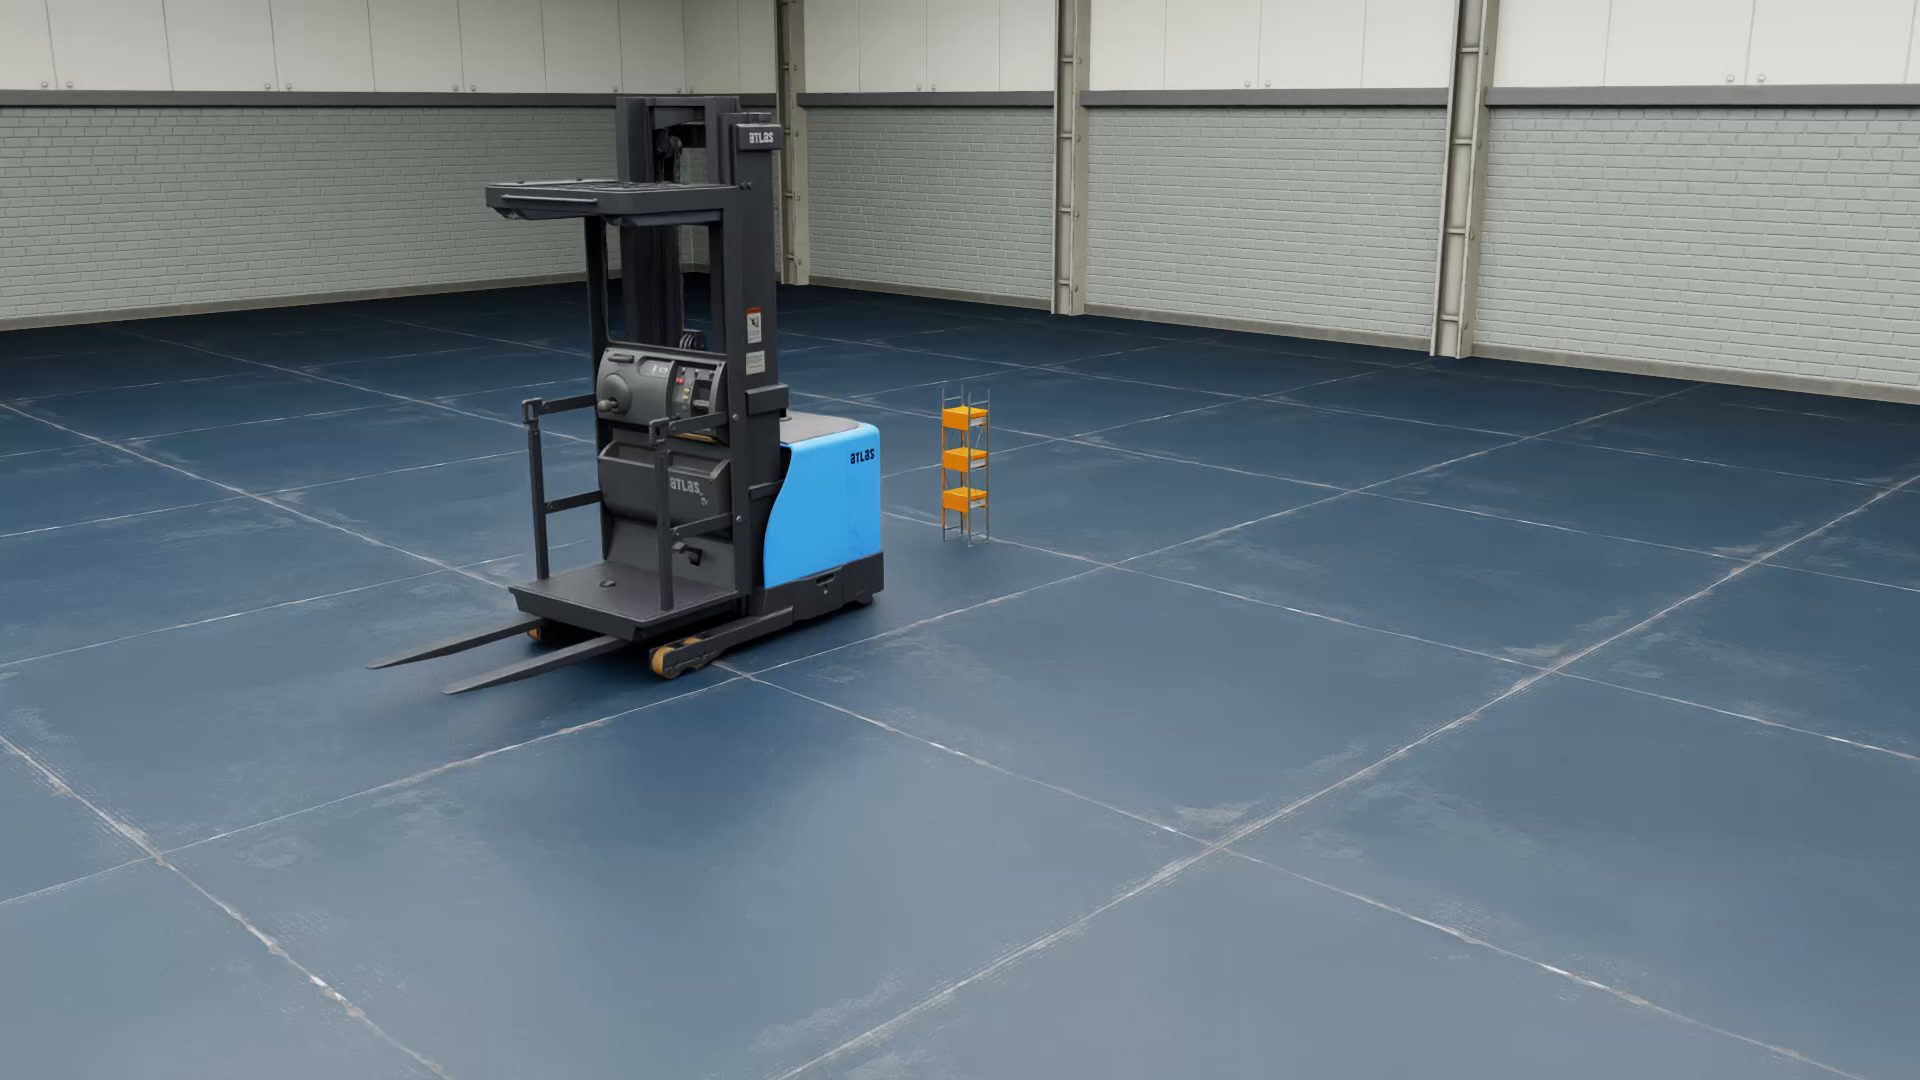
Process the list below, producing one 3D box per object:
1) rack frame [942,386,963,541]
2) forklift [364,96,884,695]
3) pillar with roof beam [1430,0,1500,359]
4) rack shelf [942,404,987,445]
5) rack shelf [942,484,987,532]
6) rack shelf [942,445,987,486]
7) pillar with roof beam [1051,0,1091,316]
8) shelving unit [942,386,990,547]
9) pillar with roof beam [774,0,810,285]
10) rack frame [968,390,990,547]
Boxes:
[{"bbox_3d":[-0.049,-0.520,11.346,0.008,1.050,0.200,14,20,42],"label":"rack frame"},{"bbox_3d":[-1.749,-0.836,8.827,1.130,2.935,3.031,11,18,36],"label":"forklift"},{"bbox_3d":[2.887,-5.780,15.769,0.400,9.000,9.100,14,20,42],"label":"pillar with roof beam"},{"bbox_3d":[0.039,-0.763,11.195,0.240,0.259,0.215,14,20,42],"label":"rack shelf"},{"bbox_3d":[0.039,-0.219,11.337,0.240,0.259,0.215,14,20,42],"label":"rack shelf"},{"bbox_3d":[0.039,-0.488,11.266,0.240,0.259,0.215,14,20,42],"label":"rack shelf"},{"bbox_3d":[-1.432,-6.830,19.799,0.400,9.000,9.100,14,20,42],"label":"pillar with roof beam"},{"bbox_3d":[0.039,-0.499,11.264,0.252,1.050,0.215,14,20,42],"label":"shelving unit"},{"bbox_3d":[-5.752,-7.880,23.829,0.400,9.000,9.100,14,20,42],"label":"pillar with roof beam"},{"bbox_3d":[0.126,-0.477,11.182,0.008,1.050,0.200,14,20,42],"label":"rack frame"}]
